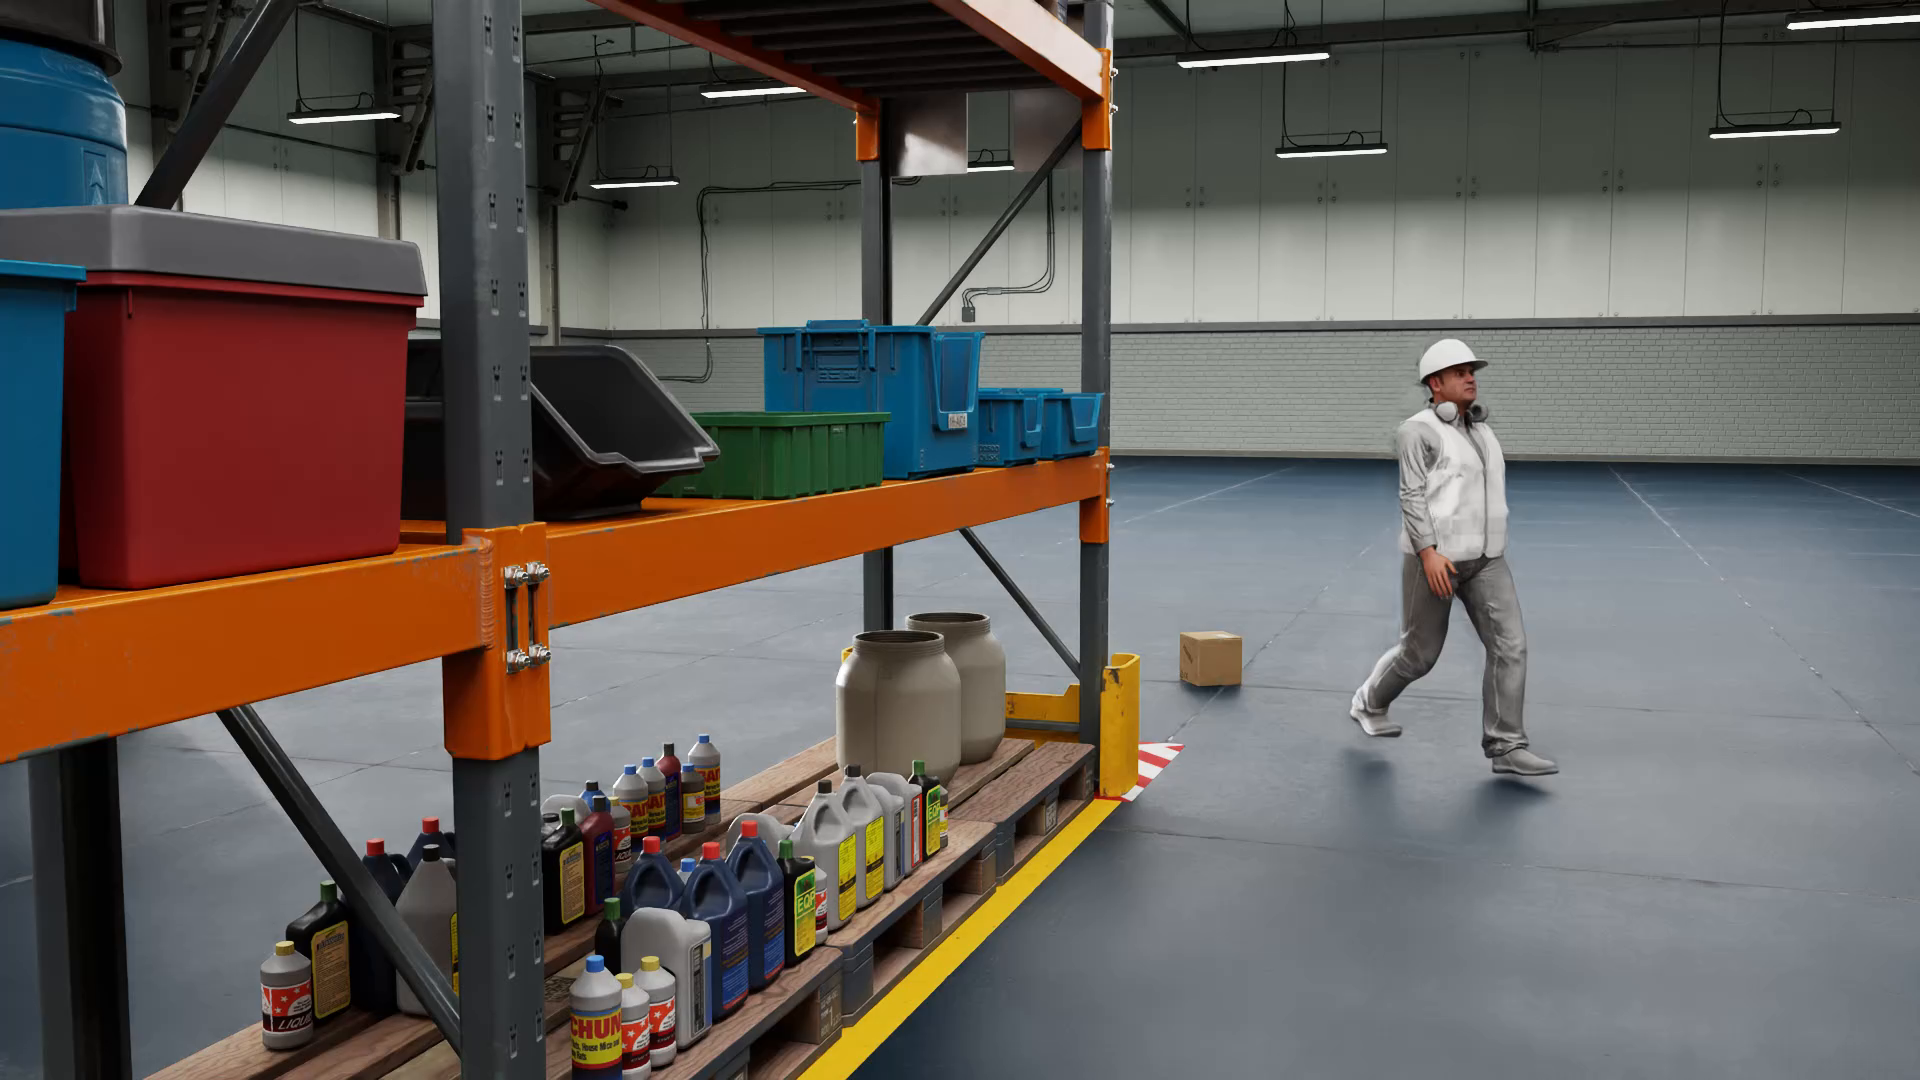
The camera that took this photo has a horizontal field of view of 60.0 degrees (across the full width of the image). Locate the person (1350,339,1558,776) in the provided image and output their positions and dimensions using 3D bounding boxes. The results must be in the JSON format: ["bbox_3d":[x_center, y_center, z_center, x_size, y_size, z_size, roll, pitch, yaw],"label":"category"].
[{"bbox_3d":[1.994,0.056,6.743,0.539,1.733,0.969,-2,6,-26],"label":"person"}]
